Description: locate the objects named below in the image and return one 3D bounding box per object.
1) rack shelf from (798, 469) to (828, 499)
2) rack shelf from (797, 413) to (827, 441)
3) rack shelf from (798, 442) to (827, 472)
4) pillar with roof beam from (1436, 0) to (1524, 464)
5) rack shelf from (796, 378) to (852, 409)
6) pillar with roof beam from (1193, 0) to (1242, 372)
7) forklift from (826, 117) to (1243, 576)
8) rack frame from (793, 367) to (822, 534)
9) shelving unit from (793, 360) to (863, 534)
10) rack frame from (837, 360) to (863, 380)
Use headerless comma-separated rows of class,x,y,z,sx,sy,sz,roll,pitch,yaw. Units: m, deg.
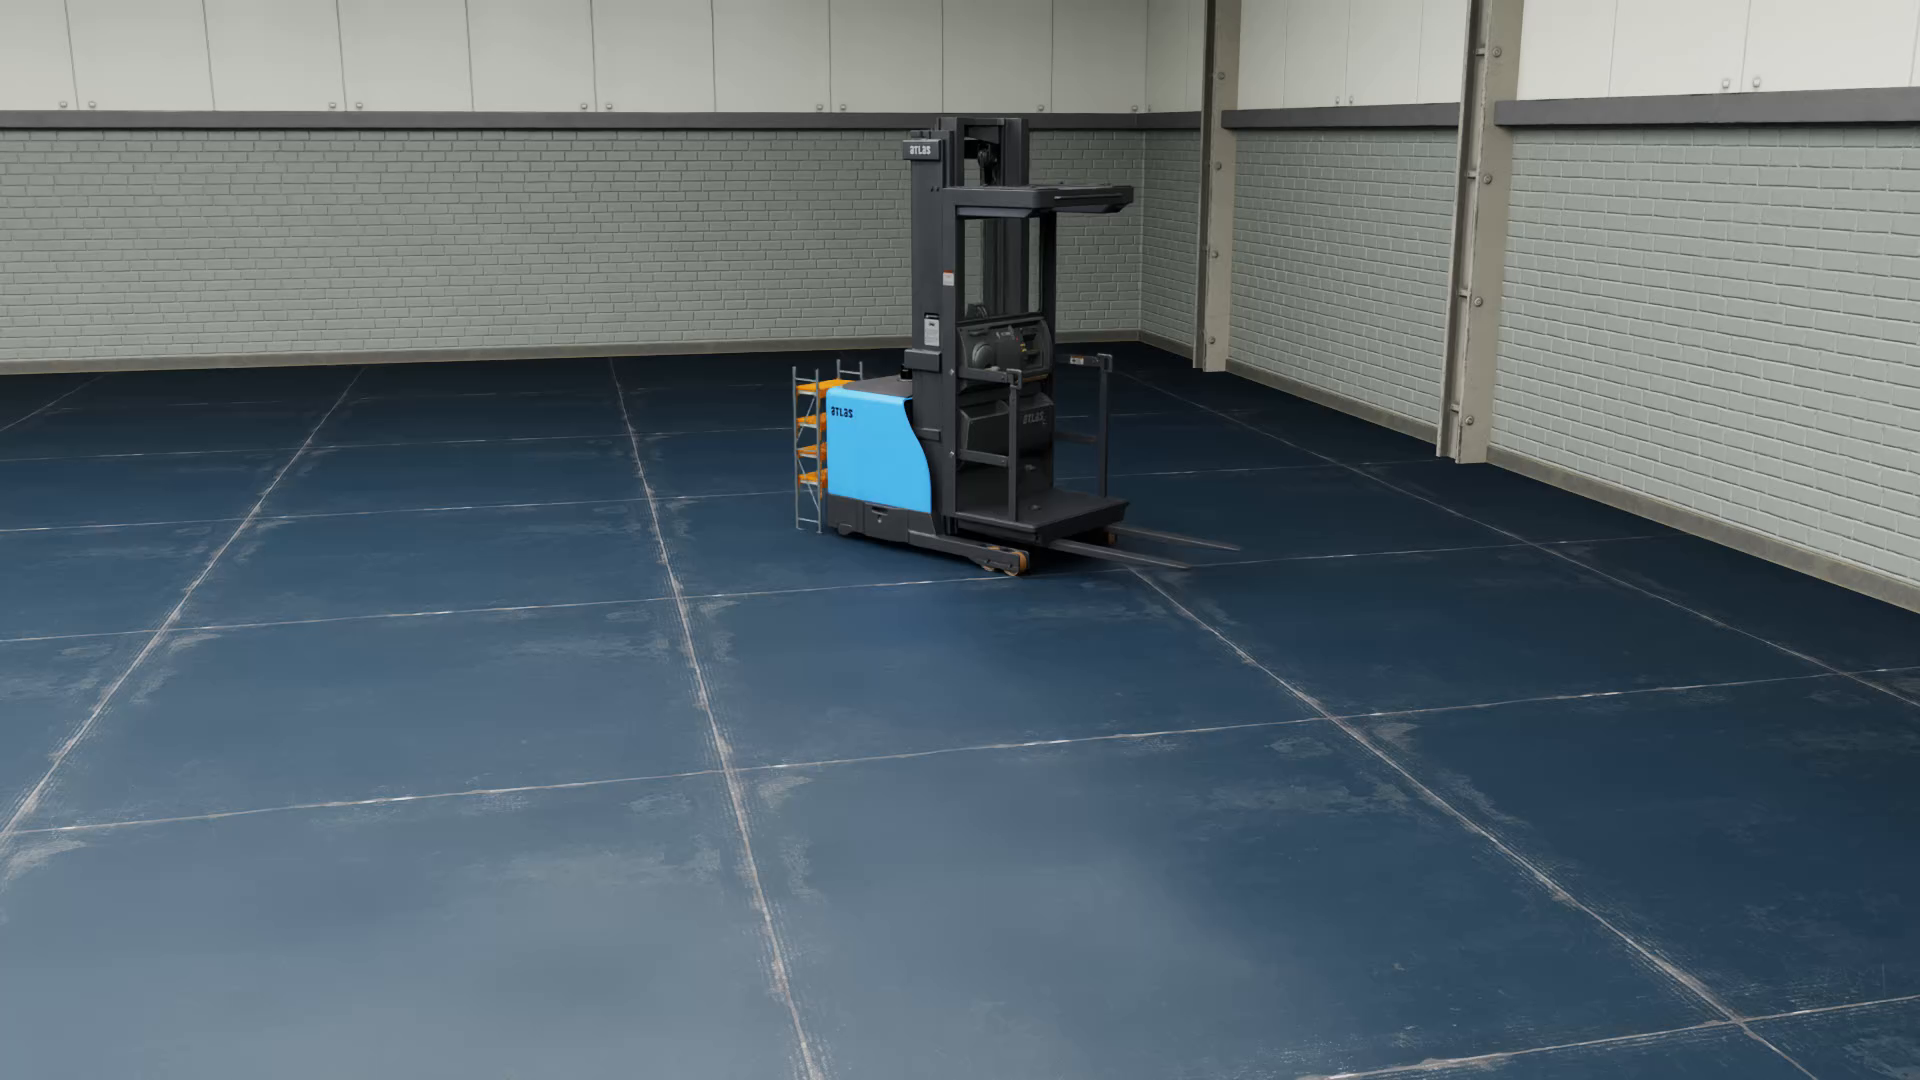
rack shelf,-0.961,-0.435,12.299,0.258,0.148,0.480,10,17,35
rack shelf,-0.960,-0.845,12.198,0.258,0.148,0.480,10,17,35
rack shelf,-0.961,-0.628,12.251,0.258,0.148,0.480,10,17,35
pillar with roof beam,0.320,-4.861,12.861,9.100,9.000,0.400,-3,14,-13
rack shelf,-0.960,-1.075,12.141,0.258,0.148,0.480,10,17,35
pillar with roof beam,-1.089,-6.245,18.527,9.100,9.000,0.400,-3,14,-13
forklift,0.472,-1.327,11.184,3.031,2.935,1.130,12,18,39
rack frame,-1.106,-0.647,12.045,0.240,1.200,0.015,10,17,35
shelving unit,-0.960,-0.693,12.235,0.258,1.200,0.503,10,17,35
rack frame,-0.815,-0.740,12.425,0.240,1.200,0.015,10,17,35
